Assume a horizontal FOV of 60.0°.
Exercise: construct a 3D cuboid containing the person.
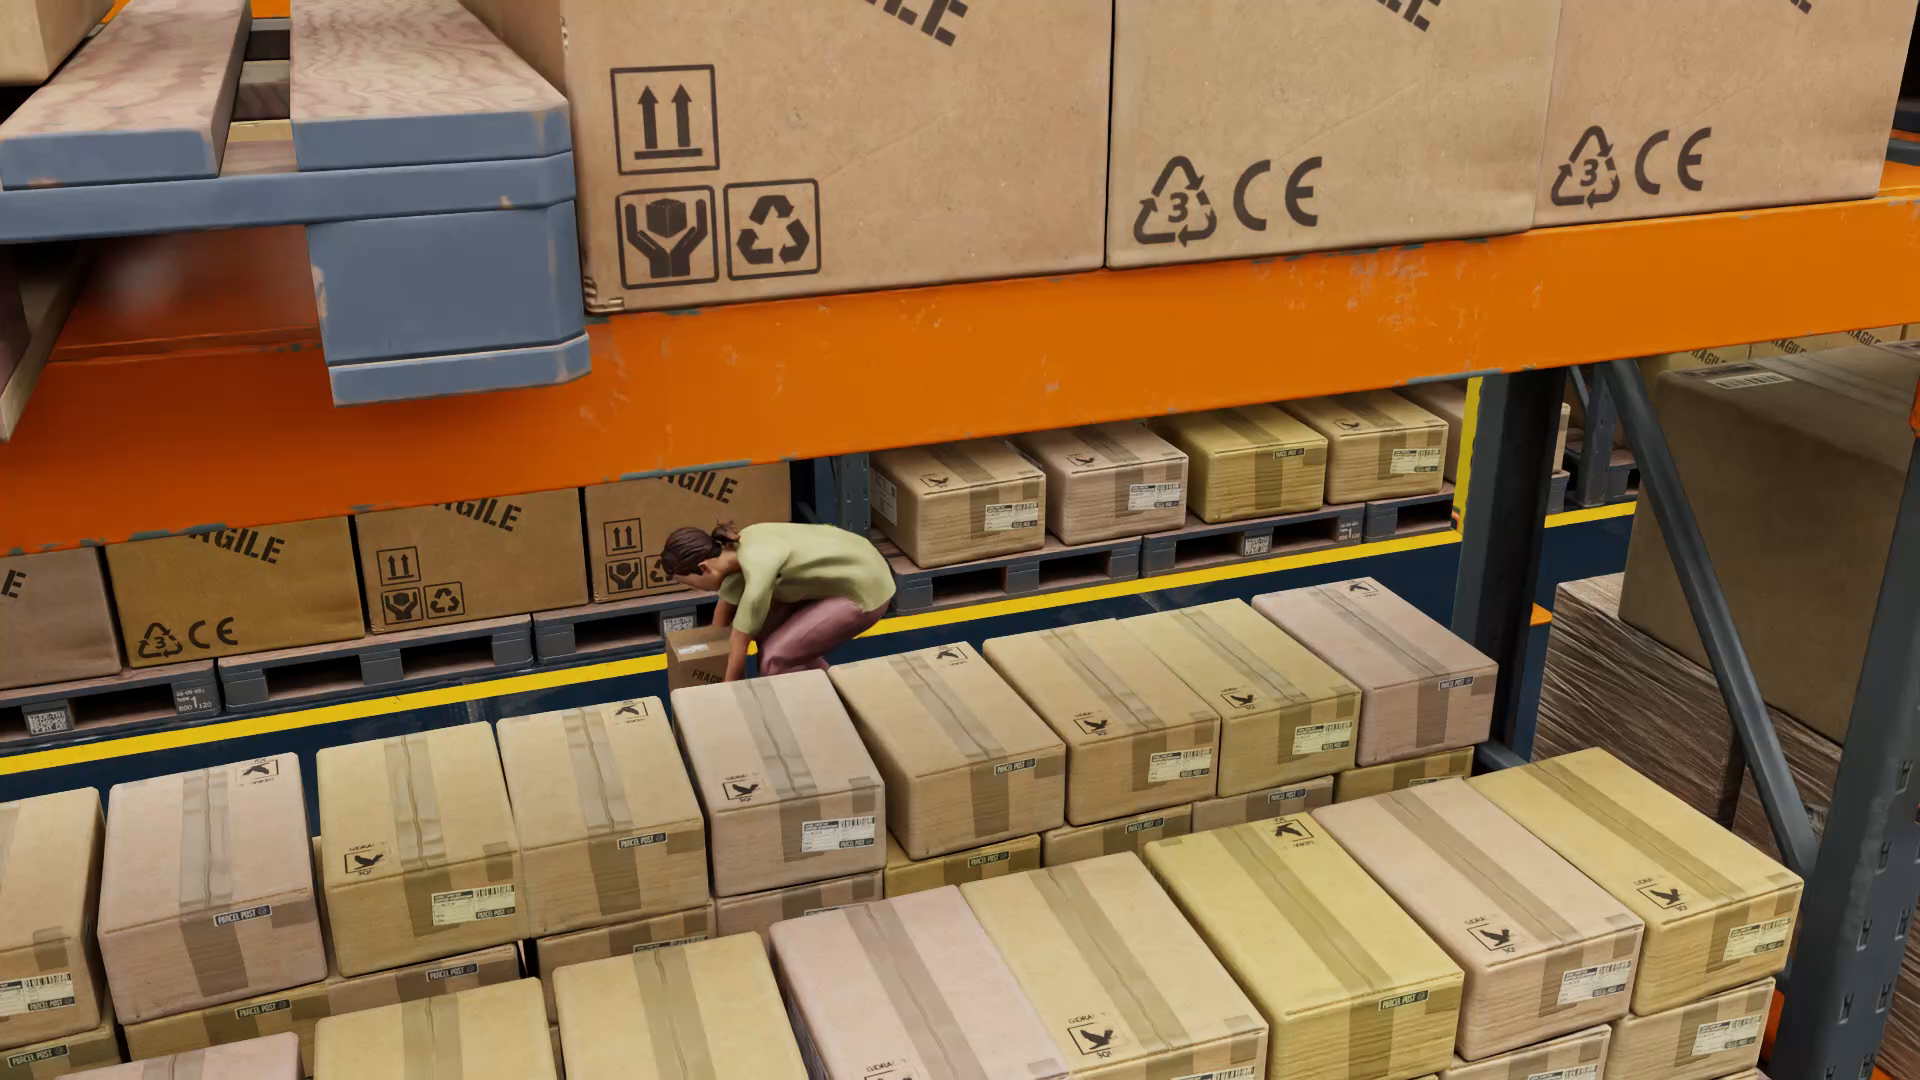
[{"bbox_3d":[-0.667,0.342,6.240,0.854,0.934,0.462,-5,23,-12],"label":"person"}]
